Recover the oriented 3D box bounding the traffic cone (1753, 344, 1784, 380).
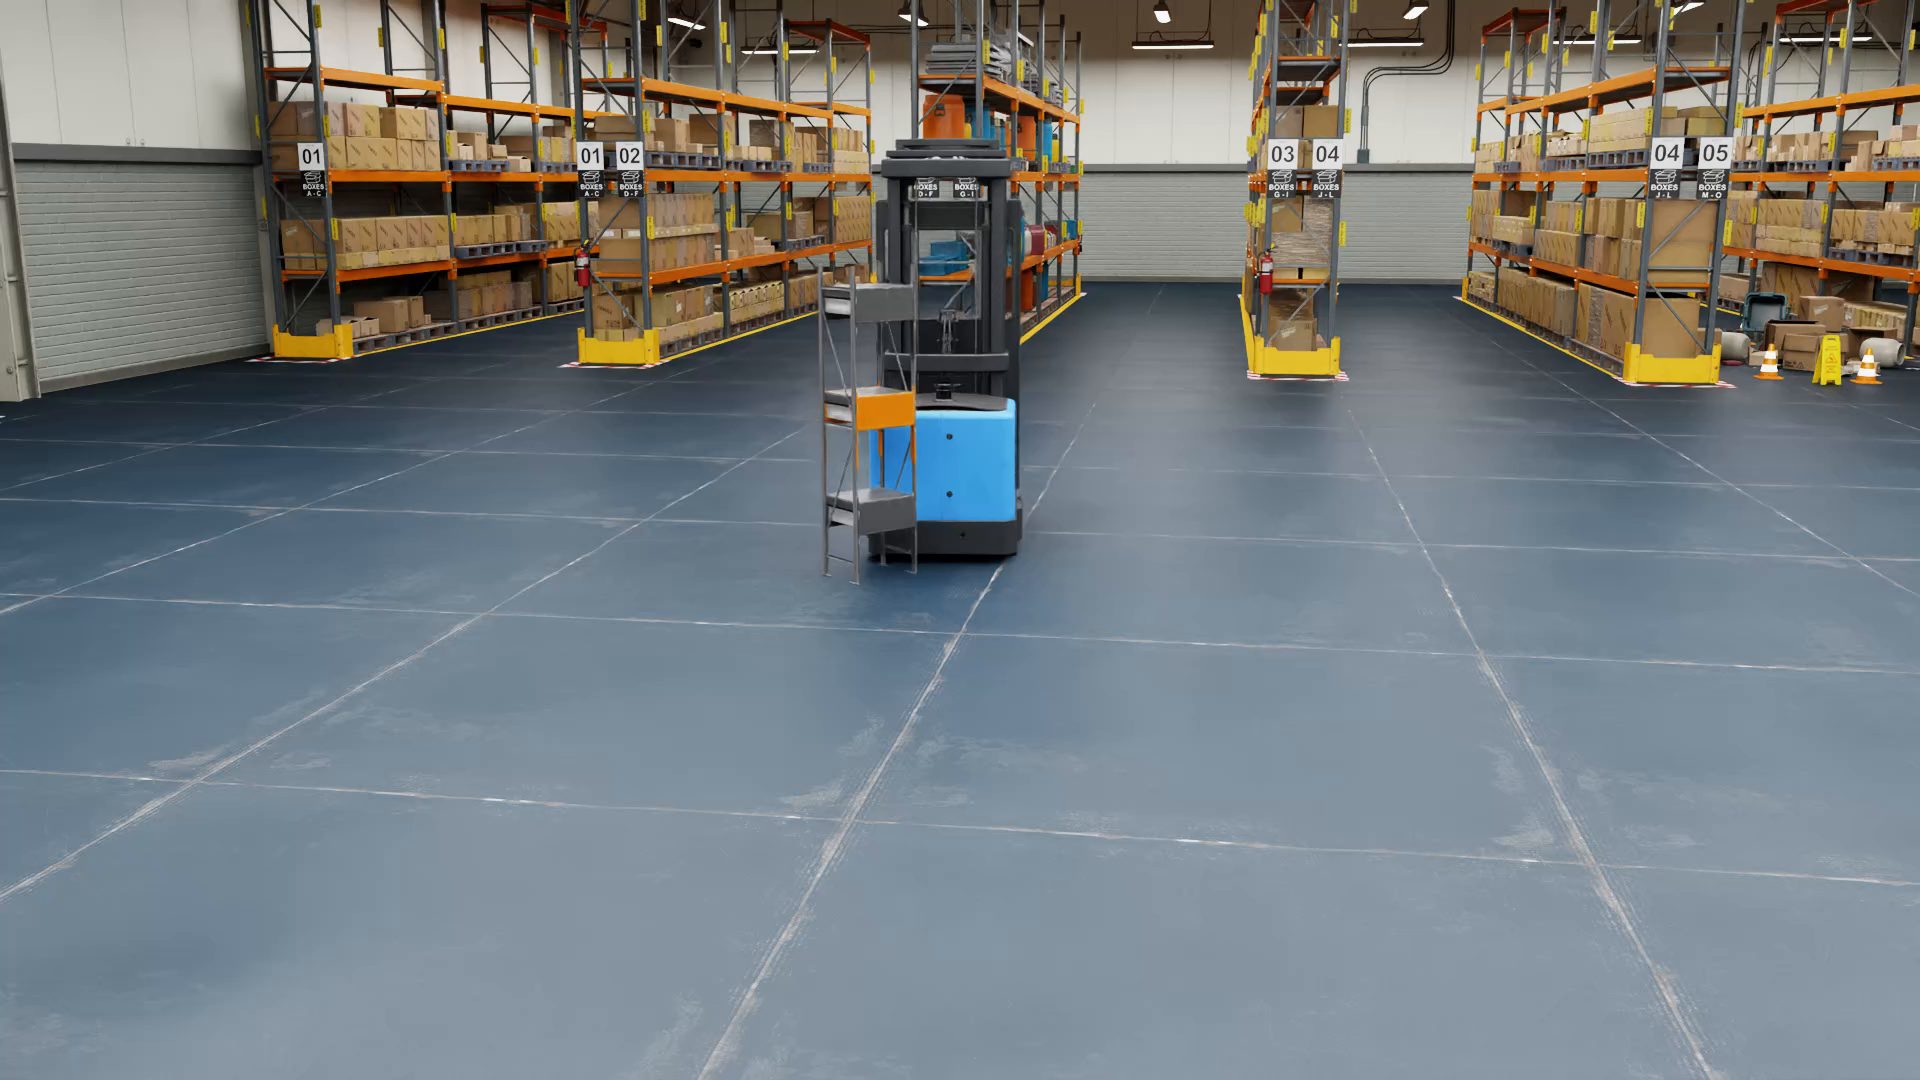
[{"bbox_3d":[11.082,-2.446,22.743,0.336,0.463,0.334,2,12,9],"label":"traffic cone"}]

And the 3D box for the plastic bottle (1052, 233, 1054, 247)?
[{"bbox_3d":[1.931,-6.262,34.708,0.061,0.283,0.133,2,12,9],"label":"plastic bottle"}]

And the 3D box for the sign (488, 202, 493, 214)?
[{"bbox_3d":[-9.290,-6.533,32.939,0.100,0.325,0.005,2,12,9],"label":"sign"}]

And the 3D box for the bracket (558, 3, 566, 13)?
[{"bbox_3d":[-8.586,-11.550,36.185,0.235,0.232,0.430,2,12,9],"label":"bracket"}]

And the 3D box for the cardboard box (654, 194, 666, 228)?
[{"bbox_3d":[-4.908,-5.025,25.374,0.700,0.500,0.500,2,12,7],"label":"cardboard box"}]

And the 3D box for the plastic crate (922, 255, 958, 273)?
[{"bbox_3d":[-0.296,-4.140,24.934,0.499,0.251,0.408,2,12,9],"label":"plastic crate"}]

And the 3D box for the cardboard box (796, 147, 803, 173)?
[{"bbox_3d":[-3.654,-7.611,33.334,0.910,0.500,0.500,2,12,9],"label":"cardboard box"}]

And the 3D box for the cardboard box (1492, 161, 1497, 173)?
[{"bbox_3d":[11.339,-7.727,34.462,0.500,0.250,0.500,2,12,8],"label":"cardboard box"}]

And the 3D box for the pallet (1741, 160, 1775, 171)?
[{"bbox_3d":[16.485,-7.573,33.602,1.003,0.211,1.213,2,12,9],"label":"pallet"}]

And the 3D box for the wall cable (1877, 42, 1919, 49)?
[{"bbox_3d":[24.003,-13.437,40.283,2.988,3.039,0.133,2,12,9],"label":"wall cable"}]

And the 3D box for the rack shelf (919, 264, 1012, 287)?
[{"bbox_3d":[0.125,-4.028,25.771,1.077,0.370,4.000,2,12,9],"label":"rack shelf"}]

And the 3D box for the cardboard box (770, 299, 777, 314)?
[{"bbox_3d":[-3.762,-4.426,31.442,0.500,0.250,0.500,2,12,8],"label":"cardboard box"}]

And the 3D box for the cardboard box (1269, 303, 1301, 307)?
[{"bbox_3d":[5.226,-3.537,26.722,0.500,0.500,0.500,1,12,7],"label":"cardboard box"}]

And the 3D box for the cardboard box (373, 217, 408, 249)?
[{"bbox_3d":[-9.362,-4.995,27.078,0.500,0.500,0.500,2,12,10],"label":"cardboard box"}]

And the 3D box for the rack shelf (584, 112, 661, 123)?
[{"bbox_3d":[-7.818,-9.584,38.262,1.077,0.370,4.000,2,12,9],"label":"rack shelf"}]

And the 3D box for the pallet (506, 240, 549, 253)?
[{"bbox_3d":[-8.746,-5.704,32.297,1.213,0.211,1.003,2,12,9],"label":"pallet"}]

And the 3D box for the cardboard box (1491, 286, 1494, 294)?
[{"bbox_3d":[11.177,-5.152,34.344,0.380,0.149,0.250,2,12,10],"label":"cardboard box"}]

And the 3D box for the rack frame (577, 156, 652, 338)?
[{"bbox_3d":[-5.076,-4.125,24.512,1.000,3.000,0.127,2,12,9],"label":"rack frame"}]

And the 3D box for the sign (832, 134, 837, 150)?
[{"bbox_3d":[-2.682,-8.517,35.611,0.100,0.325,0.005,2,12,9],"label":"sign"}]

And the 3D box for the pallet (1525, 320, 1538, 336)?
[{"bbox_3d":[10.632,-3.762,29.447,1.003,0.211,1.213,2,12,9],"label":"pallet"}]

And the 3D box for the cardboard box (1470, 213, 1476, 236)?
[{"bbox_3d":[11.716,-7.062,37.197,0.500,0.500,0.500,2,12,11],"label":"cardboard box"}]

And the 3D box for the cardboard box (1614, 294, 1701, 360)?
[{"bbox_3d":[9.636,-2.931,23.020,0.875,0.875,0.875,2,12,9],"label":"cardboard box"}]

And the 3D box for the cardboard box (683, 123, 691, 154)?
[{"bbox_3d":[-4.799,-6.650,27.543,0.500,0.500,0.500,3,13,13],"label":"cardboard box"}]

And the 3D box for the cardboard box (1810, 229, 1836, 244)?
[{"bbox_3d":[15.557,-5.427,29.726,0.500,0.250,0.500,2,12,8],"label":"cardboard box"}]

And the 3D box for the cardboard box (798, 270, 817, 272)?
[{"bbox_3d":[-3.423,-5.744,36.913,0.500,0.500,0.500,2,12,9],"label":"cardboard box"}]

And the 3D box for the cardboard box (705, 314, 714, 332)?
[{"bbox_3d":[-4.403,-3.611,27.659,0.500,0.250,0.500,2,12,9],"label":"cardboard box"}]

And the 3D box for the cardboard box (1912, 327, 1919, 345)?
[{"bbox_3d":[14.761,-3.061,25.109,0.500,0.250,0.500,1,12,6],"label":"cardboard box"}]

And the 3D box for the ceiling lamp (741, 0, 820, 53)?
[{"bbox_3d":[-4.603,-13.878,41.674,2.000,3.185,0.800,2,12,9],"label":"ceiling lamp"}]

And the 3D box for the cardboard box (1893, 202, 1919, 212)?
[{"bbox_3d":[15.060,-5.278,26.386,0.380,0.149,0.250,2,12,7],"label":"cardboard box"}]

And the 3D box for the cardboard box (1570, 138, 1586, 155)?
[{"bbox_3d":[10.185,-6.365,26.910,0.500,0.250,0.500,2,12,8],"label":"cardboard box"}]

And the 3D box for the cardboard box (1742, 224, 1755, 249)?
[{"bbox_3d":[16.168,-6.133,33.596,0.500,0.500,0.500,2,12,9],"label":"cardboard box"}]

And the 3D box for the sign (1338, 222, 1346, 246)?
[{"bbox_3d":[5.248,-4.208,22.847,0.100,0.325,0.005,2,12,9],"label":"sign"}]

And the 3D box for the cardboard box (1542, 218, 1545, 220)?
[{"bbox_3d":[11.333,-6.075,31.750,0.380,0.149,0.250,2,12,8],"label":"cardboard box"}]

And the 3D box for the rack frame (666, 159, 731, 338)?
[{"bbox_3d":[-4.461,-4.957,28.376,1.000,3.000,0.127,2,12,9],"label":"rack frame"}]

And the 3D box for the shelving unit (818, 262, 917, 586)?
[{"bbox_3d":[-0.615,-0.786,11.158,0.503,2.100,0.431,-10,15,-38],"label":"shelving unit"}]

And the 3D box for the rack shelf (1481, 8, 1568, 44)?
[{"bbox_3d":[11.750,-10.741,34.792,1.077,0.370,4.000,2,12,9],"label":"rack shelf"}]

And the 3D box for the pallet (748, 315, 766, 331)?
[{"bbox_3d":[-4.201,-4.003,30.569,1.003,0.211,1.213,2,12,9],"label":"pallet"}]

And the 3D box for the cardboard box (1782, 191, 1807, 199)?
[{"bbox_3d":[16.654,-6.892,33.202,0.380,0.149,0.250,2,12,8],"label":"cardboard box"}]

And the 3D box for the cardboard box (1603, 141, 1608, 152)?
[{"bbox_3d":[9.666,-5.775,24.412,0.380,0.149,0.250,2,12,8],"label":"cardboard box"}]

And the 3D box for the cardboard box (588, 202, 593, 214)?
[{"bbox_3d":[-8.112,-7.035,35.247,0.500,0.250,0.500,2,12,10],"label":"cardboard box"}]

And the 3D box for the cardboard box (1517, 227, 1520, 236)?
[{"bbox_3d":[10.493,-5.688,30.658,0.380,0.149,0.250,2,12,11],"label":"cardboard box"}]

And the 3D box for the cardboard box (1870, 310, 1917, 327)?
[{"bbox_3d":[15.304,-3.494,26.828,0.950,0.372,0.625,3,12,12],"label":"cardboard box"}]

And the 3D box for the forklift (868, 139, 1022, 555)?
[{"bbox_3d":[-0.078,-1.582,12.875,1.130,2.935,3.031,0,12,2],"label":"forklift"}]

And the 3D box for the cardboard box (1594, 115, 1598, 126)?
[{"bbox_3d":[9.782,-6.323,25.064,0.380,0.149,0.250,2,12,8],"label":"cardboard box"}]

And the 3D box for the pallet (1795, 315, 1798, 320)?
[{"bbox_3d":[15.930,-3.946,30.301,1.003,0.211,1.213,2,12,9],"label":"pallet"}]

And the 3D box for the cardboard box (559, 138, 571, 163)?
[{"bbox_3d":[-8.532,-8.113,34.616,0.700,0.500,0.500,2,12,9],"label":"cardboard box"}]

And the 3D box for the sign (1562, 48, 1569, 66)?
[{"bbox_3d":[11.992,-9.569,32.942,0.100,0.325,0.005,2,12,9],"label":"sign"}]

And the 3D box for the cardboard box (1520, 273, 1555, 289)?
[{"bbox_3d":[10.674,-4.787,30.743,0.500,0.250,0.500,2,12,7],"label":"cardboard box"}]

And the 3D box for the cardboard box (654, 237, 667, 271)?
[{"bbox_3d":[-4.916,-4.380,25.459,0.700,0.500,0.500,2,12,10],"label":"cardboard box"}]

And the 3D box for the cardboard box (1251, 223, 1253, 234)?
[{"bbox_3d":[6.163,-6.157,33.707,0.500,0.500,0.500,2,12,9],"label":"cardboard box"}]

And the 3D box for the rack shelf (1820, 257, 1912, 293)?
[{"bbox_3d":[15.426,-4.379,27.401,1.077,0.370,4.000,2,12,9],"label":"rack shelf"}]

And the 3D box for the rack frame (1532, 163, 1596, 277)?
[{"bbox_3d":[10.827,-5.286,29.903,1.000,3.000,0.127,2,12,9],"label":"rack frame"}]

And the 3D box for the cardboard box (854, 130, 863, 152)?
[{"bbox_3d":[-2.678,-9.352,39.036,0.700,0.500,0.500,2,12,9],"label":"cardboard box"}]

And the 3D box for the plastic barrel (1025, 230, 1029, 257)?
[{"bbox_3d":[1.036,-5.375,30.047,0.421,0.512,0.421,0,12,0],"label":"plastic barrel"}]

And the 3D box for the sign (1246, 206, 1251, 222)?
[{"bbox_3d":[6.009,-6.780,34.593,0.100,0.325,0.005,2,12,9],"label":"sign"}]

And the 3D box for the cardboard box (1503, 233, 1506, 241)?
[{"bbox_3d":[10.732,-5.862,32.176,0.380,0.149,0.250,2,12,8],"label":"cardboard box"}]
